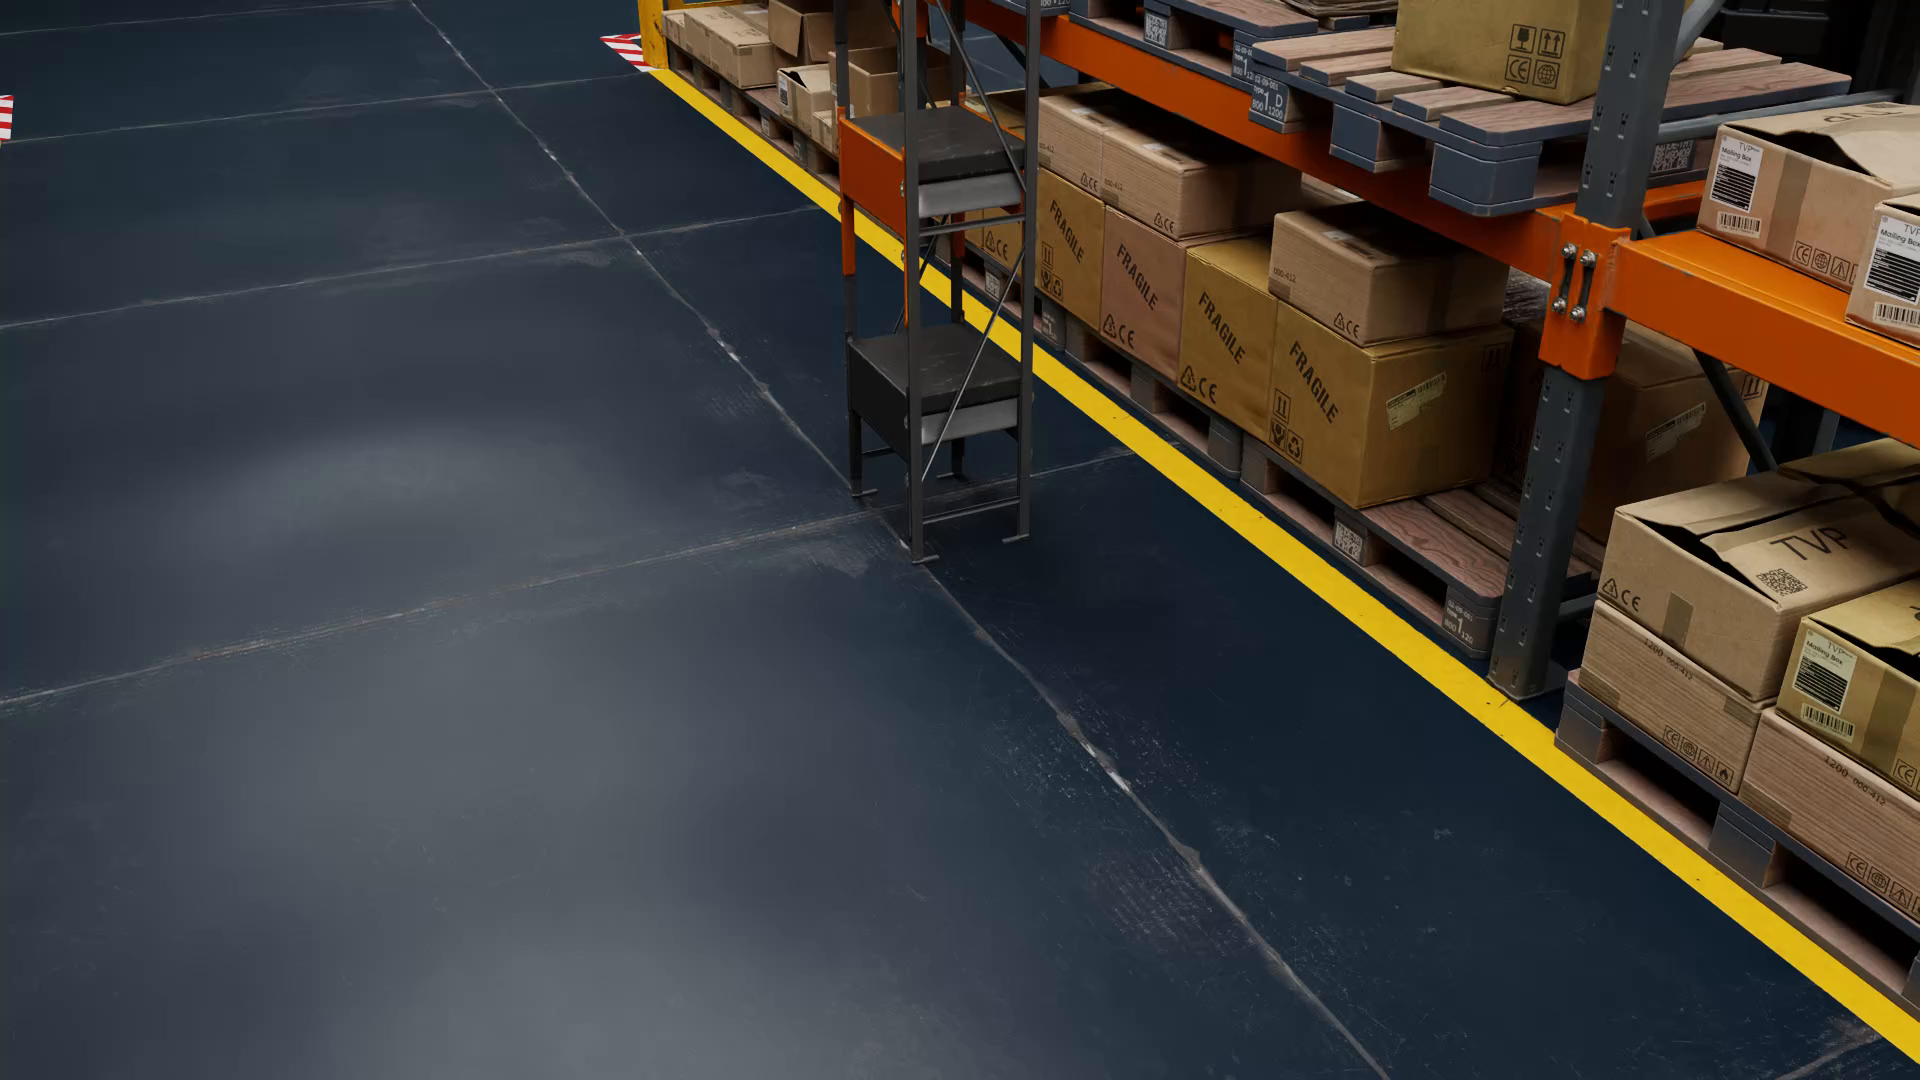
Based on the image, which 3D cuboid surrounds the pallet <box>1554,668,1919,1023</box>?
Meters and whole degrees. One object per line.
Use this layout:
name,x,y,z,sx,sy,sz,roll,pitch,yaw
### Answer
pallet,2.237,0.589,3.983,1.003,0.211,1.213,-13,32,-22

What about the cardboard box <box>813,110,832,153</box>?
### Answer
cardboard box,-0.515,-2.059,8.320,0.380,0.149,0.250,-13,32,-22

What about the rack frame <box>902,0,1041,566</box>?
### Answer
rack frame,0.034,-0.881,4.675,0.400,2.100,0.015,-13,32,-22

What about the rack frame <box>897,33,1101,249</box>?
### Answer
rack frame,0.201,-2.766,7.115,1.000,3.000,0.127,-13,32,-22

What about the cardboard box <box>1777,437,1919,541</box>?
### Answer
cardboard box,2.366,-0.047,4.076,0.500,0.311,0.500,-12,32,-21

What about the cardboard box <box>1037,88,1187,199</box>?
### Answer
cardboard box,0.618,-1.488,6.175,0.500,0.250,0.500,-13,32,-22

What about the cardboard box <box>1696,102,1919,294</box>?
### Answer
cardboard box,2.035,-0.790,3.683,0.500,0.311,0.500,-11,31,-19

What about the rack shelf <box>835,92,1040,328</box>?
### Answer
rack shelf,-0.071,-0.977,4.874,0.431,0.518,0.480,-13,32,-22

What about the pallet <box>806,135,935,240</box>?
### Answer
pallet,-0.093,-1.853,8.338,1.003,0.211,1.213,-13,32,-22

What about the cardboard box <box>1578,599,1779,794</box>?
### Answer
cardboard box,1.878,0.311,4.011,0.500,0.250,0.500,-13,32,-22

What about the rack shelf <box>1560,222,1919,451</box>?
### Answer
rack shelf,2.777,0.199,2.564,1.077,0.370,4.000,-13,32,-22

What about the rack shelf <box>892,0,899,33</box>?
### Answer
rack shelf,-0.657,-3.335,8.867,1.077,0.370,4.000,-13,32,-22

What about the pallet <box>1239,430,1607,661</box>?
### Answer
pallet,1.632,-0.120,5.248,1.003,0.211,1.213,-13,32,-22

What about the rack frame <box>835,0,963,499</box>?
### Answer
rack frame,-0.176,-1.097,5.059,0.400,2.100,0.015,-13,32,-22

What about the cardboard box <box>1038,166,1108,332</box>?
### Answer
cardboard box,0.636,-1.147,6.334,0.500,0.500,0.500,-13,32,-21

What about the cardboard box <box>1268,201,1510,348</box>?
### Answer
cardboard box,1.277,-0.815,4.976,0.500,0.250,0.500,-12,31,-20

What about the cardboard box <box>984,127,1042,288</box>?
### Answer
cardboard box,0.428,-1.369,6.730,0.500,0.500,0.500,-13,32,-21

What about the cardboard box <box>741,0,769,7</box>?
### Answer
cardboard box,-1.060,-3.446,10.434,0.500,0.500,0.500,-13,32,-22

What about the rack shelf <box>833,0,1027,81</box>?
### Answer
rack shelf,-0.071,-1.588,4.531,0.431,0.518,0.480,-13,32,-22

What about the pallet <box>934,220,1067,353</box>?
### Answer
pallet,0.585,-1.198,7.171,1.003,0.211,1.213,-13,32,-22

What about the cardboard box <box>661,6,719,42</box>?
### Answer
cardboard box,-1.647,-3.224,10.397,0.380,0.149,0.250,-13,32,-22

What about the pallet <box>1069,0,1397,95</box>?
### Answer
pallet,1.079,-1.773,5.541,1.003,0.211,1.213,-13,32,-22

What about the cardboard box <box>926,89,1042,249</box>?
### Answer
cardboard box,0.189,-1.602,7.147,0.500,0.500,0.500,-15,32,-24

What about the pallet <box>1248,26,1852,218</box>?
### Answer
pallet,1.564,-1.200,4.519,1.213,0.211,1.003,-13,32,-22

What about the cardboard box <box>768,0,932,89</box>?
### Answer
cardboard box,-0.610,-2.697,9.096,0.797,0.503,0.637,-13,32,-22

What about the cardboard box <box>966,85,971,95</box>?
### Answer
cardboard box,-0.164,-2.332,8.790,0.380,0.166,0.250,-13,32,-22

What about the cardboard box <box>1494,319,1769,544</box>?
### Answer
cardboard box,1.981,-0.361,4.933,0.500,0.500,0.500,-12,31,-20

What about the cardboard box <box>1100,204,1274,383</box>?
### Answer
cardboard box,0.852,-0.923,5.936,0.500,0.500,0.500,-14,32,-24

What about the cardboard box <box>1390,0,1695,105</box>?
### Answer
cardboard box,1.546,-1.480,4.291,0.700,0.500,0.500,-26,38,-38

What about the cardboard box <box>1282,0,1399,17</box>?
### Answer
cardboard box,1.326,-1.924,5.083,0.700,0.500,0.500,-7,30,-13

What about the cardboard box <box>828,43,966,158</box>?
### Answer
cardboard box,-0.300,-2.059,7.961,0.500,0.500,0.500,-13,32,-22

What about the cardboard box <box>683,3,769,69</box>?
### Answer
cardboard box,-1.324,-3.004,9.903,0.500,0.250,0.500,-13,32,-22

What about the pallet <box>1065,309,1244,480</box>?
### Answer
pallet,1.112,-0.658,6.208,1.003,0.211,1.213,-13,32,-22

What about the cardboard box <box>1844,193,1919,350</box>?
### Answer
cardboard box,2.127,-0.524,3.209,0.500,0.311,0.500,-13,32,-23

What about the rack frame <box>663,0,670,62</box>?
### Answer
rack frame,-1.516,-4.532,10.266,1.000,3.000,0.127,-13,32,-22

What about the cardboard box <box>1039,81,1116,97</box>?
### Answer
cardboard box,0.672,-1.709,7.337,0.500,0.500,0.500,-13,32,-22

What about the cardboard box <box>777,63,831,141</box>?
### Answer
cardboard box,-0.622,-2.308,8.599,0.500,0.311,0.500,-13,32,-22

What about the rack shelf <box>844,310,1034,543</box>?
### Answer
rack shelf,-0.071,-0.367,5.216,0.431,0.518,0.480,-13,32,-22

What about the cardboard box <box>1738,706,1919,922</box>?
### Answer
cardboard box,2.095,0.532,3.616,0.500,0.250,0.500,-14,32,-23

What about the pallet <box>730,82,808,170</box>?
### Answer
pallet,-0.620,-2.392,9.301,1.003,0.211,1.213,-13,32,-22

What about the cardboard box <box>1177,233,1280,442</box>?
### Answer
cardboard box,1.083,-0.693,5.524,0.500,0.500,0.500,-14,32,-24

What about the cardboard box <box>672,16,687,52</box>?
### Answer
cardboard box,-1.539,-3.121,10.196,0.380,0.166,0.250,-13,32,-22

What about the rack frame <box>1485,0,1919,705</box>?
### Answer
rack frame,1.918,-0.999,3.964,1.000,3.000,0.127,-13,32,-22

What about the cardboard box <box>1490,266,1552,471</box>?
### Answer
cardboard box,1.751,-0.591,5.344,0.500,0.500,0.500,-14,32,-24

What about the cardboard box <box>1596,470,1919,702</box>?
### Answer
cardboard box,1.878,0.066,3.874,0.500,0.311,0.500,-12,31,-20

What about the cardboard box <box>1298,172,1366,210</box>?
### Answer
cardboard box,1.312,-1.043,6.150,0.500,0.500,0.500,-14,32,-24

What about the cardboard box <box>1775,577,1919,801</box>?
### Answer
cardboard box,2.111,0.296,3.463,0.500,0.311,0.500,-14,32,-23

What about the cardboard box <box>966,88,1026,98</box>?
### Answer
cardboard box,0.216,-2.016,8.077,0.500,0.311,0.500,-13,32,-22

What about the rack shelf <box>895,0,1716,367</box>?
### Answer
rack shelf,1.060,-1.568,5.715,1.077,0.370,4.000,-13,32,-22

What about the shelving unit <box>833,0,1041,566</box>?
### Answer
shelving unit,-0.071,-0.989,4.867,0.431,2.100,0.503,-13,32,-22

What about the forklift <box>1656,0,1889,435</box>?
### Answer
forklift,3.355,-1.914,5.666,3.031,2.935,1.130,8,30,14

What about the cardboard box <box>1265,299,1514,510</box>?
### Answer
cardboard box,1.305,-0.464,5.117,0.500,0.500,0.500,-12,31,-20

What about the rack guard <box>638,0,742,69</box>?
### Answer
rack guard,-1.483,-3.409,10.818,1.175,0.500,0.348,-13,32,-22

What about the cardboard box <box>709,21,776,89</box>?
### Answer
cardboard box,-1.110,-2.784,9.509,0.500,0.250,0.500,-13,32,-22

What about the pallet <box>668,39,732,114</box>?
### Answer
pallet,-1.140,-2.931,10.261,1.003,0.211,1.213,-13,32,-22

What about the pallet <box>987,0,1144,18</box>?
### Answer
pallet,0.446,-2.306,6.492,1.003,0.211,1.213,-13,32,-22

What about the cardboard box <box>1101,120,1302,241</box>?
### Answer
cardboard box,0.834,-1.266,5.780,0.500,0.250,0.500,-14,32,-23
